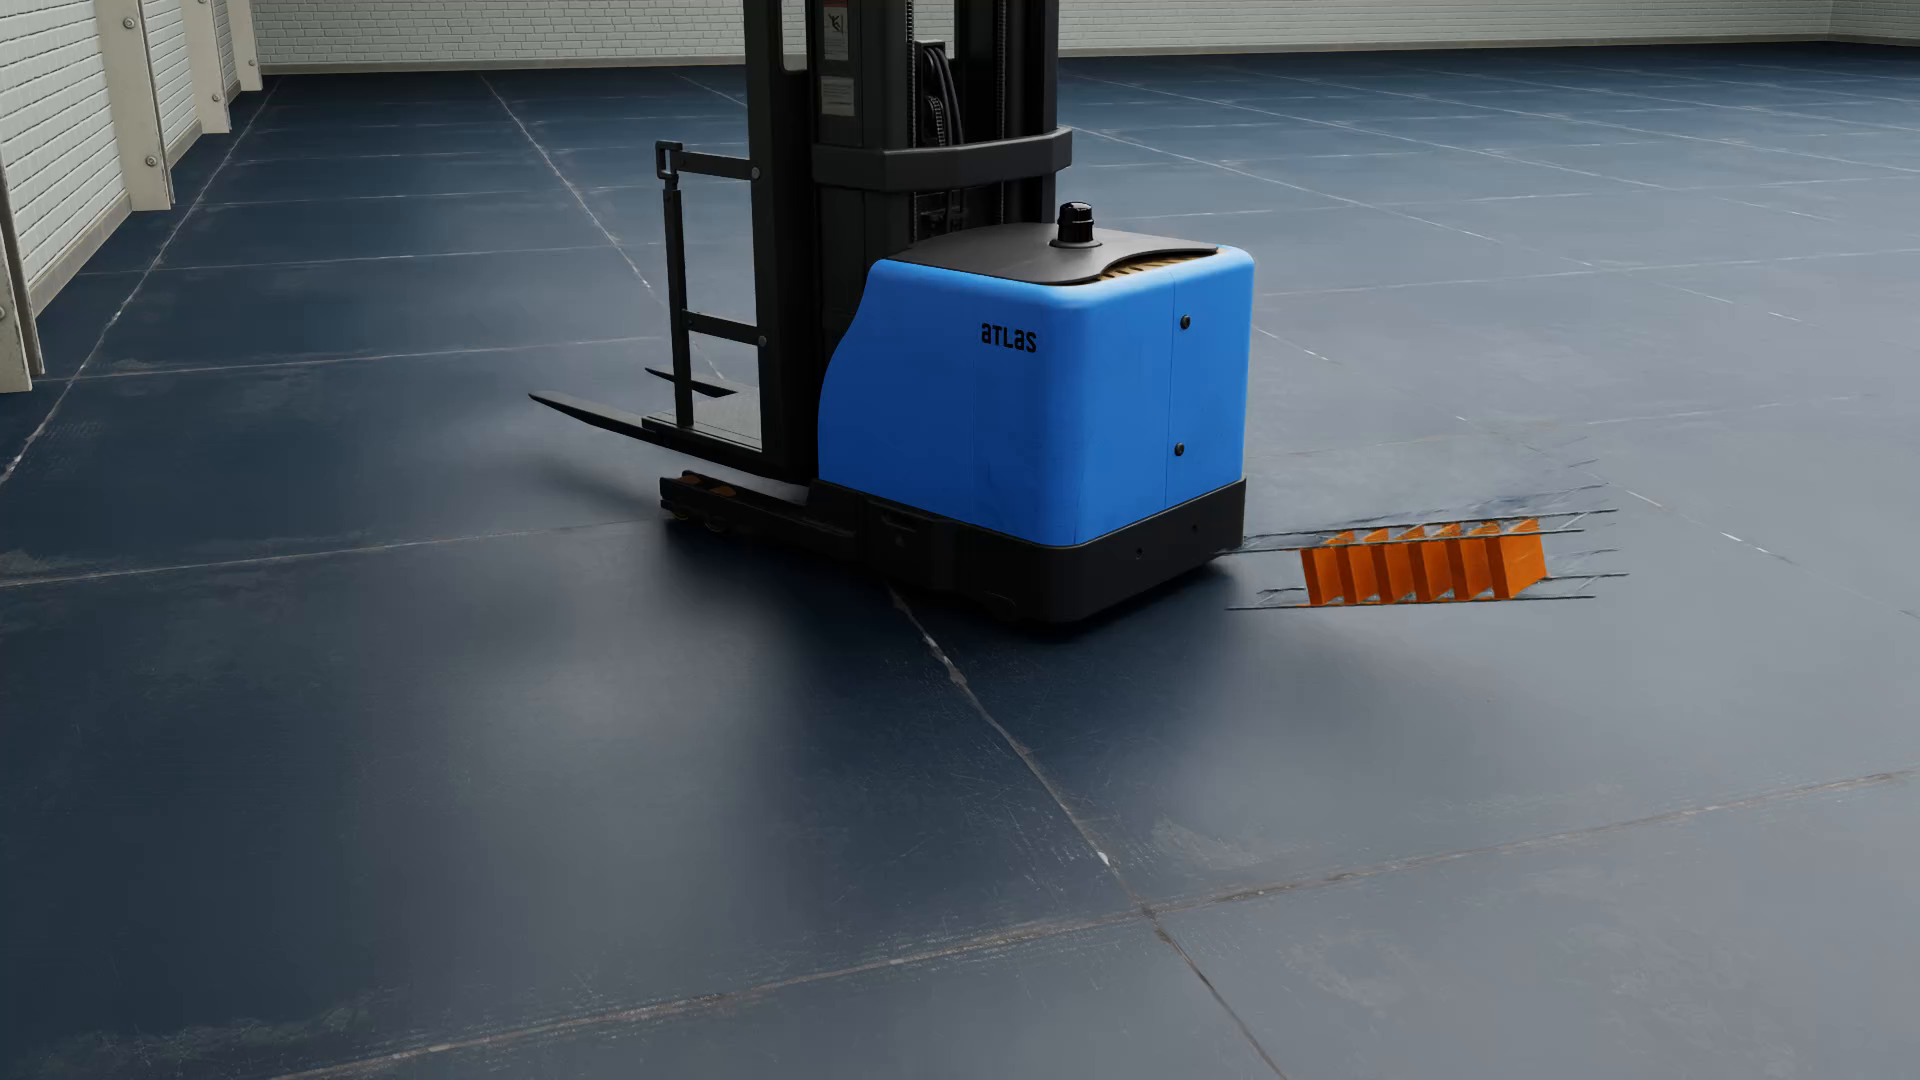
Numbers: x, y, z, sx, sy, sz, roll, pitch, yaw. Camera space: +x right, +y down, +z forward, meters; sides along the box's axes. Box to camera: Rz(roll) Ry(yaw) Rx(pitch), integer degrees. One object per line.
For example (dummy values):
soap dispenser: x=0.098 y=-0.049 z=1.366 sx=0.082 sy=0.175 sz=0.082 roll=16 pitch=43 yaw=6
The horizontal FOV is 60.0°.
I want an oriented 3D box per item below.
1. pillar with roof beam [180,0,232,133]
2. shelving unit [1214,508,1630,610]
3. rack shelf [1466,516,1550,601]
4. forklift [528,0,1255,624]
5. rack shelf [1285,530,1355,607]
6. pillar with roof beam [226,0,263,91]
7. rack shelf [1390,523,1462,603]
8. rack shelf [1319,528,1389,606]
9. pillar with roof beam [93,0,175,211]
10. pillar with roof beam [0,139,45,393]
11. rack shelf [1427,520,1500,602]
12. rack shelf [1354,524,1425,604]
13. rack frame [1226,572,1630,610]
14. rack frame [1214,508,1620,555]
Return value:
pillar with roof beam: x=-4.304 y=-9.298 z=18.491 sx=9.100 sy=9.000 sz=0.400 roll=-6 pitch=21 yaw=-17
shelving unit: x=1.329 y=0.068 z=4.927 sx=1.200 sy=0.189 sz=0.258 roll=-5 pitch=11 yaw=45
rack shelf: x=1.552 y=0.050 z=4.705 sx=0.103 sy=0.180 sz=0.258 roll=-5 pitch=11 yaw=45
forklift: x=-0.465 y=-1.522 z=5.818 sx=3.031 sy=2.935 sz=1.130 roll=17 pitch=26 yaw=39
rack shelf: x=1.128 y=0.084 z=5.128 sx=0.103 sy=0.180 sz=0.258 roll=-5 pitch=11 yaw=45
pillar with roof beam: x=-6.189 y=-11.224 z=23.852 sx=9.100 sy=9.000 sz=0.400 roll=-6 pitch=21 yaw=-17
rack shelf: x=1.383 y=0.063 z=4.874 sx=0.103 sy=0.180 sz=0.258 roll=-5 pitch=11 yaw=45
rack shelf: x=1.213 y=0.077 z=5.043 sx=0.103 sy=0.180 sz=0.258 roll=-5 pitch=11 yaw=45
pillar with roof beam: x=-2.418 y=-7.373 z=13.131 sx=9.100 sy=9.000 sz=0.400 roll=-6 pitch=21 yaw=-17
pillar with roof beam: x=-0.532 y=-5.447 z=7.770 sx=9.100 sy=9.000 sz=0.400 roll=-6 pitch=21 yaw=-17
rack shelf: x=1.468 y=0.056 z=4.789 sx=0.103 sy=0.180 sz=0.258 roll=-5 pitch=11 yaw=45
rack shelf: x=1.298 y=0.070 z=4.959 sx=0.103 sy=0.180 sz=0.258 roll=-5 pitch=11 yaw=45
rack frame: x=1.349 y=0.156 z=4.940 sx=1.200 sy=0.006 sz=0.240 roll=-5 pitch=11 yaw=45
rack frame: x=1.309 y=-0.021 z=4.915 sx=1.200 sy=0.006 sz=0.240 roll=-5 pitch=11 yaw=45
